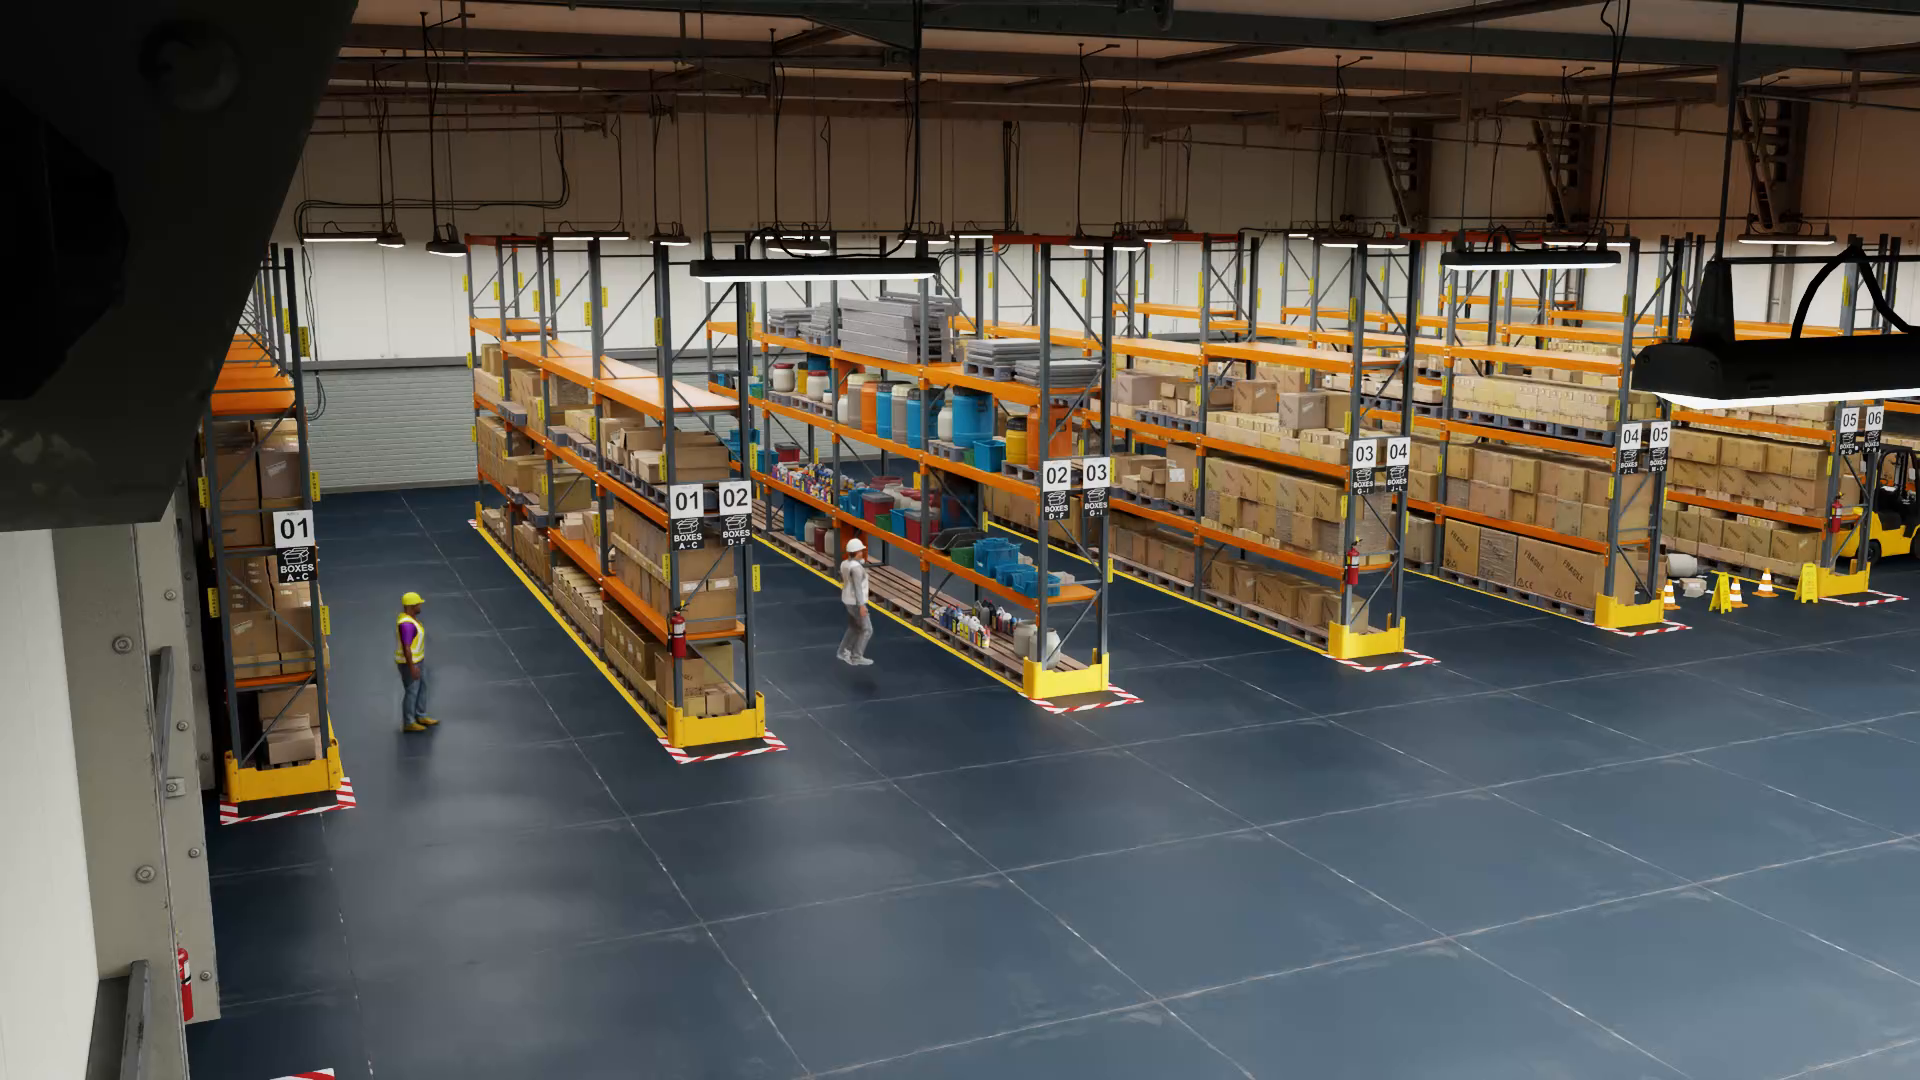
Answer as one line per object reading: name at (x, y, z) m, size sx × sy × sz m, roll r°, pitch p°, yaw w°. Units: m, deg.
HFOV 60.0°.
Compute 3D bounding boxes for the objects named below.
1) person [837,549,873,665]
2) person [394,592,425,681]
person at (-1.436, 0.905, 22.740) m, size 0.451 × 1.769 × 0.601 m, roll -3°, pitch 11°, yaw -14°
person at (-6.835, 1.172, 20.683) m, size 0.394 × 1.065 × 0.620 m, roll 0°, pitch 11°, yaw 1°
